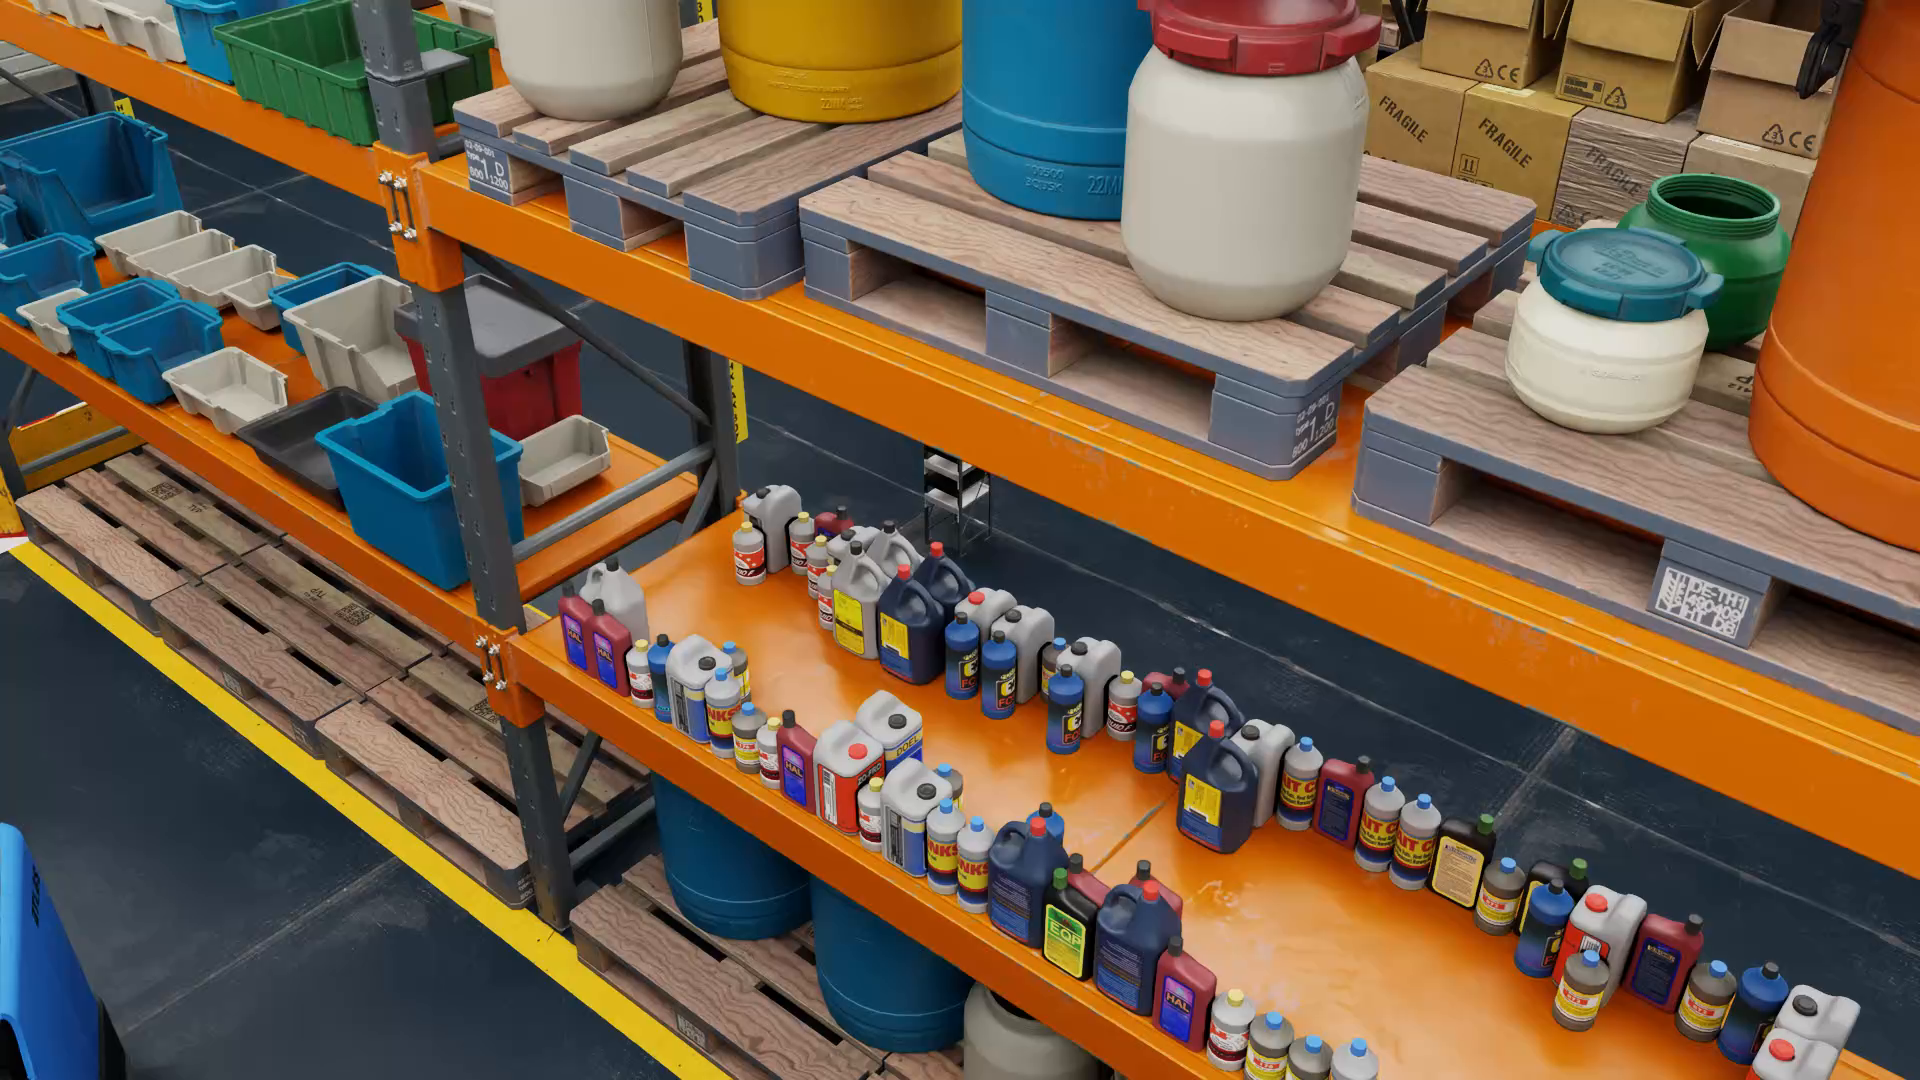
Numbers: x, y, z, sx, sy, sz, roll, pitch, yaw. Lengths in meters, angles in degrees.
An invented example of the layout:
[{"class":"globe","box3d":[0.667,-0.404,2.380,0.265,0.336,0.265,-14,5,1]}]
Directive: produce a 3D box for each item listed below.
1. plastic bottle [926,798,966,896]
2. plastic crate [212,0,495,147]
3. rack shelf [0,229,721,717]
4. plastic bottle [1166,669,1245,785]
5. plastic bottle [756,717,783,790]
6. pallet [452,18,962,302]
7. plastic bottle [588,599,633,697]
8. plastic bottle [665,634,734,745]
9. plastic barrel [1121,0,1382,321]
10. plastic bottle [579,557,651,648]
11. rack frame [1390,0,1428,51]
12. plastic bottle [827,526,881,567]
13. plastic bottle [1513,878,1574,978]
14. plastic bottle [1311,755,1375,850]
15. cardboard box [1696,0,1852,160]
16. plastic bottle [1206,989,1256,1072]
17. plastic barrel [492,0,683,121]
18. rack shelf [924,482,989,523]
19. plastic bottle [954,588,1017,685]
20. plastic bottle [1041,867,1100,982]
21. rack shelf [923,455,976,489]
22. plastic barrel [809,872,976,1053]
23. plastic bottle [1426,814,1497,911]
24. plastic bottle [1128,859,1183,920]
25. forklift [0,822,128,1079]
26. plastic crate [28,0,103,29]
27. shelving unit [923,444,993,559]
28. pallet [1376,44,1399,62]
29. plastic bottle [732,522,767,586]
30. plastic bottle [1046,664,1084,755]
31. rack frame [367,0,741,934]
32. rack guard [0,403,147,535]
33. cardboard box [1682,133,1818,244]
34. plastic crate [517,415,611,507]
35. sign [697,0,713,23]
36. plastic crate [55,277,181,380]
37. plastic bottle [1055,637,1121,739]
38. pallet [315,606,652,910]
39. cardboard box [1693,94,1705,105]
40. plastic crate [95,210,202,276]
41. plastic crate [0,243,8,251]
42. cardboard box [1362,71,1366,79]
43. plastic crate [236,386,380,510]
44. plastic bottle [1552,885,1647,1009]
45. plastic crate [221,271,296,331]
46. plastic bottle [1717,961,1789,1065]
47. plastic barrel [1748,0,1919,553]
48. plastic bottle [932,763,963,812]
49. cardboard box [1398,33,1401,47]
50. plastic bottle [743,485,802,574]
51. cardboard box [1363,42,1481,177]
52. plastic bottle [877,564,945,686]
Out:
[{"class":"plastic bottle","box3d":[-0.034,0.750,4.122,0.097,0.271,0.097,0,34,0]},{"class":"plastic crate","box3d":[-1.626,-1.281,4.503,0.662,0.188,0.450,25,42,32]},{"class":"rack shelf","box3d":[-2.644,-0.537,6.518,4.000,0.370,1.077,25,42,32]},{"class":"plastic bottle","box3d":[0.655,0.500,4.415,0.185,0.351,0.144,25,42,32]},{"class":"plastic bottle","box3d":[-0.493,0.563,4.456,0.097,0.201,0.097,0,34,0]},{"class":"pallet","box3d":[-0.442,-1.027,4.113,1.003,0.211,1.213,25,42,32]},{"class":"plastic bottle","box3d":[-0.996,0.305,4.759,0.133,0.283,0.061,25,42,32]},{"class":"plastic bottle","box3d":[-0.714,0.408,4.617,0.135,0.276,0.152,25,42,32]},{"class":"plastic barrel","box3d":[0.508,-0.703,2.983,0.433,0.535,0.433,0,34,0]},{"class":"plastic bottle","box3d":[-1.013,0.194,4.862,0.185,0.351,0.144,25,42,32]},{"class":"rack frame","box3d":[2.062,-2.264,8.398,0.127,3.000,1.000,25,42,32]},{"class":"plastic bottle","box3d":[-0.317,0.076,5.099,0.135,0.276,0.152,25,42,32]},{"class":"plastic bottle","box3d":[1.375,0.900,3.904,0.097,0.271,0.097,0,34,0]},{"class":"plastic bottle","box3d":[0.982,0.652,4.255,0.133,0.283,0.061,25,42,32]},{"class":"cardboard box","box3d":[3.566,-2.019,7.067,0.637,0.503,0.797,27,43,33]},{"class":"plastic bottle","box3d":[0.605,1.080,3.703,0.097,0.201,0.097,0,34,0]},{"class":"plastic barrel","box3d":[-0.863,-1.275,3.817,0.433,0.535,0.433,0,34,0]},{"class":"rack shelf","box3d":[-0.006,-0.198,7.620,0.200,0.077,0.258,25,42,32]},{"class":"plastic bottle","box3d":[0.071,0.259,4.833,0.135,0.276,0.152,25,42,32]},{"class":"plastic bottle","box3d":[0.260,0.897,3.897,0.133,0.283,0.061,25,42,32]},{"class":"rack shelf","box3d":[-0.006,-0.346,7.518,0.200,0.077,0.258,25,42,32]},{"class":"plastic barrel","box3d":[-0.156,1.043,5.064,0.708,0.901,0.600,25,42,32]},{"class":"plastic bottle","box3d":[1.234,0.770,4.082,0.133,0.283,0.061,25,42,32]},{"class":"plastic bottle","box3d":[0.455,0.883,3.918,0.133,0.283,0.061,25,42,32]},{"class":"forklift","box3d":[-2.547,1.330,3.224,1.130,2.935,3.031,-14,37,-19]},{"class":"plastic crate","box3d":[-2.675,-1.809,5.189,0.530,0.282,0.437,25,42,32]},{"class":"shelving unit","box3d":[-0.006,-0.374,7.500,0.210,0.900,0.258,25,42,32]},{"class":"pallet","box3d":[3.832,-3.906,13.251,1.213,0.211,1.003,25,42,32]},{"class":"plastic bottle","box3d":[-0.663,0.035,5.224,0.097,0.201,0.097,0,34,0]},{"class":"plastic bottle","box3d":[0.287,0.454,4.552,0.097,0.271,0.097,0,34,0]},{"class":"rack frame","box3d":[-1.107,-0.110,5.260,0.127,3.000,1.000,25,42,32]},{"class":"rack guard","box3d":[-4.208,-0.531,8.082,0.348,0.500,1.175,25,42,32]},{"class":"cardboard box","box3d":[3.427,-1.482,7.170,0.500,0.500,0.500,26,42,33]},{"class":"plastic crate","box3d":[-1.373,-0.256,5.654,0.243,0.136,0.396,25,42,32]},{"class":"sign","box3d":[-0.754,-1.588,4.756,0.005,0.325,0.100,25,42,32]},{"class":"plastic crate","box3d":[-3.190,-0.805,6.367,0.300,0.233,0.416,25,42,32]},{"class":"plastic bottle","box3d":[0.352,0.391,4.640,0.135,0.276,0.152,25,42,32]},{"class":"pallet","box3d":[-1.697,0.790,6.413,1.213,0.211,1.003,25,42,32]},{"class":"cardboard box","box3d":[3.378,-1.887,7.759,0.500,0.500,0.500,25,42,31]},{"class":"plastic crate","box3d":[-3.439,-1.258,7.112,0.243,0.136,0.396,25,42,32]},{"class":"plastic crate","box3d":[-4.009,-1.090,6.867,0.298,0.136,0.250,25,42,32]},{"class":"cardboard box","box3d":[2.047,-2.413,8.836,0.250,0.149,0.380,25,42,32]},{"class":"plastic crate","box3d":[-2.139,-0.309,5.741,0.590,0.125,0.437,25,42,32]},{"class":"plastic bottle","box3d":[1.486,0.925,3.862,0.135,0.276,0.152,25,42,32]},{"class":"plastic crate","box3d":[-2.756,-0.957,6.674,0.250,0.136,0.298,25,42,32]},{"class":"plastic bottle","box3d":[1.770,1.041,3.698,0.097,0.271,0.097,0,34,0]},{"class":"plastic barrel","box3d":[1.533,-0.454,2.362,0.708,0.830,0.600,25,42,32]},{"class":"plastic bottle","box3d":[-0.040,0.664,4.309,0.097,0.201,0.097,0,34,0]},{"class":"cardboard box","box3d":[3.634,-3.949,12.998,0.250,0.149,0.380,25,42,32]},{"class":"plastic bottle","box3d":[-0.597,-0.056,5.292,0.135,0.276,0.152,25,42,32]},{"class":"cardboard box","box3d":[2.255,-2.030,7.968,0.500,0.500,0.500,25,42,32]},{"class":"plastic bottle","box3d":[-0.142,0.231,4.808,0.185,0.351,0.144,25,42,32]}]
